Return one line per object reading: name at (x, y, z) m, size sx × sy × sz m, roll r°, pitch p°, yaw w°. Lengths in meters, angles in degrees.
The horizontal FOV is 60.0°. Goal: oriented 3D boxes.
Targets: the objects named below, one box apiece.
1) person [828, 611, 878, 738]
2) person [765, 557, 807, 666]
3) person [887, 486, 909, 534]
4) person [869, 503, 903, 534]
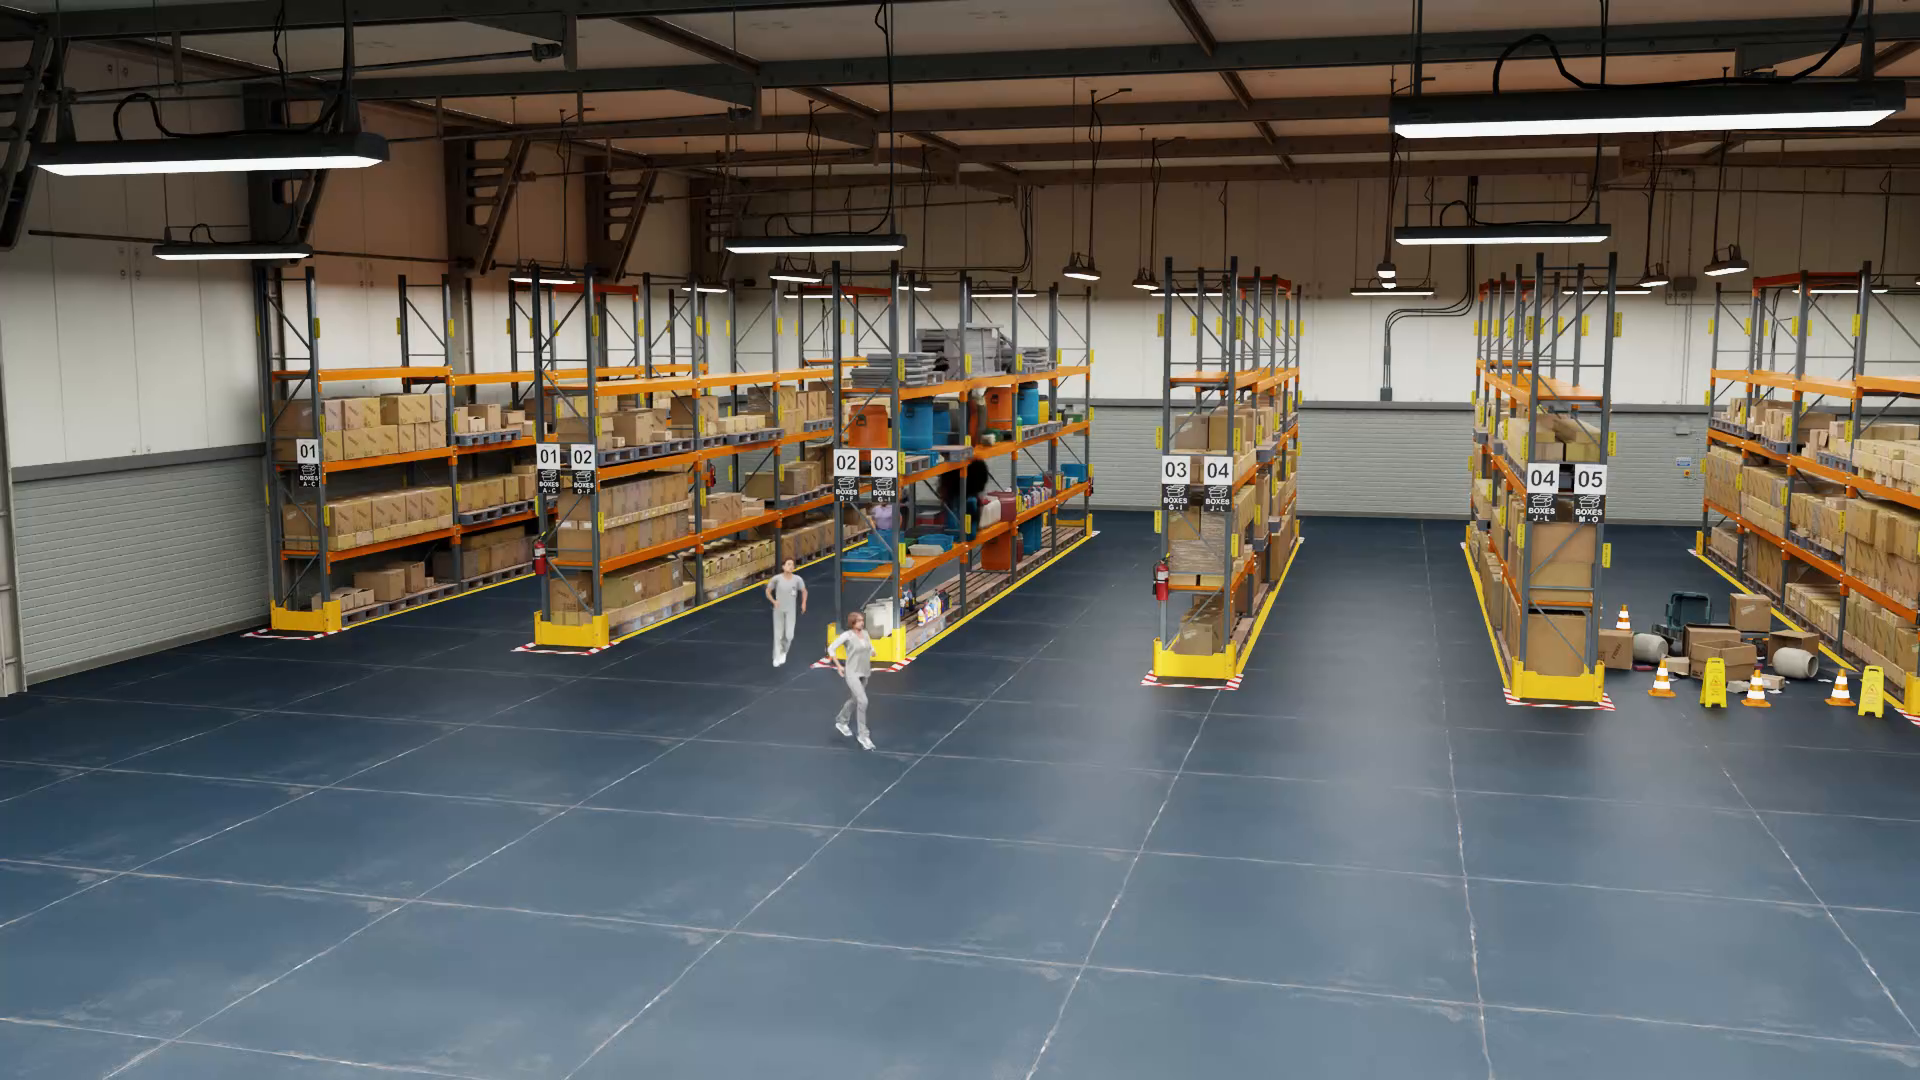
person at (-1.267, 1.594, 20.037) m, size 0.743 × 1.495 × 0.516 m, roll 6°, pitch 9°, yaw 40°
person at (-2.570, 1.067, 24.720) m, size 0.637 × 1.631 × 0.539 m, roll -2°, pitch 7°, yaw -12°
person at (-1.366, -0.504, 36.852) m, size 0.662 × 1.755 × 0.837 m, roll 1°, pitch 7°, yaw 7°
person at (-1.441, -0.056, 31.613) m, size 0.603 × 1.661 × 0.573 m, roll 2°, pitch 7°, yaw 14°
